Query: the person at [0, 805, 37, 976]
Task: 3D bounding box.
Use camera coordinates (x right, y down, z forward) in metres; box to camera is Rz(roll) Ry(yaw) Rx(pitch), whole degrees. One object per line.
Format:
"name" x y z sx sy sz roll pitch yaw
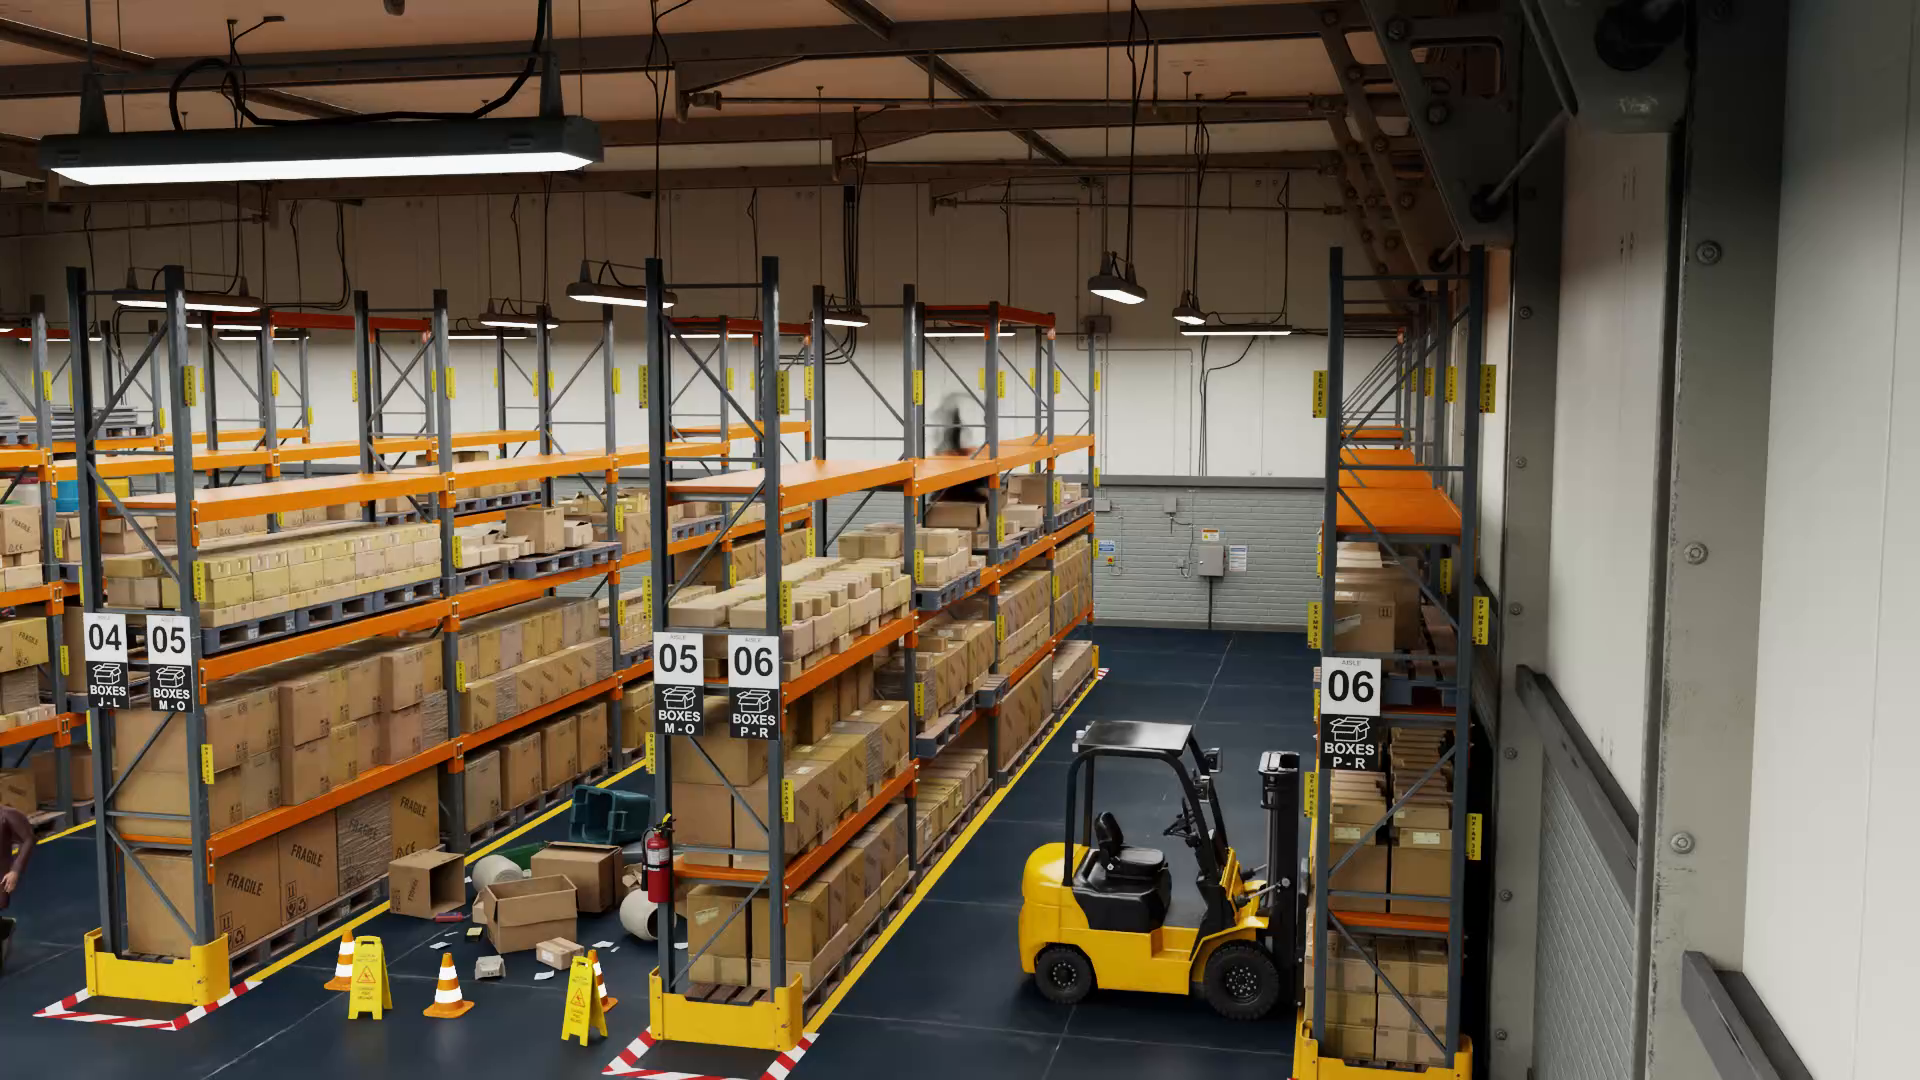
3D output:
"person" -8.267 2.883 14.180 0.747 1.751 0.621 1 6 6

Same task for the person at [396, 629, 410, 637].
"person" -7.768 2.031 23.284 0.508 1.544 0.586 1 6 14
